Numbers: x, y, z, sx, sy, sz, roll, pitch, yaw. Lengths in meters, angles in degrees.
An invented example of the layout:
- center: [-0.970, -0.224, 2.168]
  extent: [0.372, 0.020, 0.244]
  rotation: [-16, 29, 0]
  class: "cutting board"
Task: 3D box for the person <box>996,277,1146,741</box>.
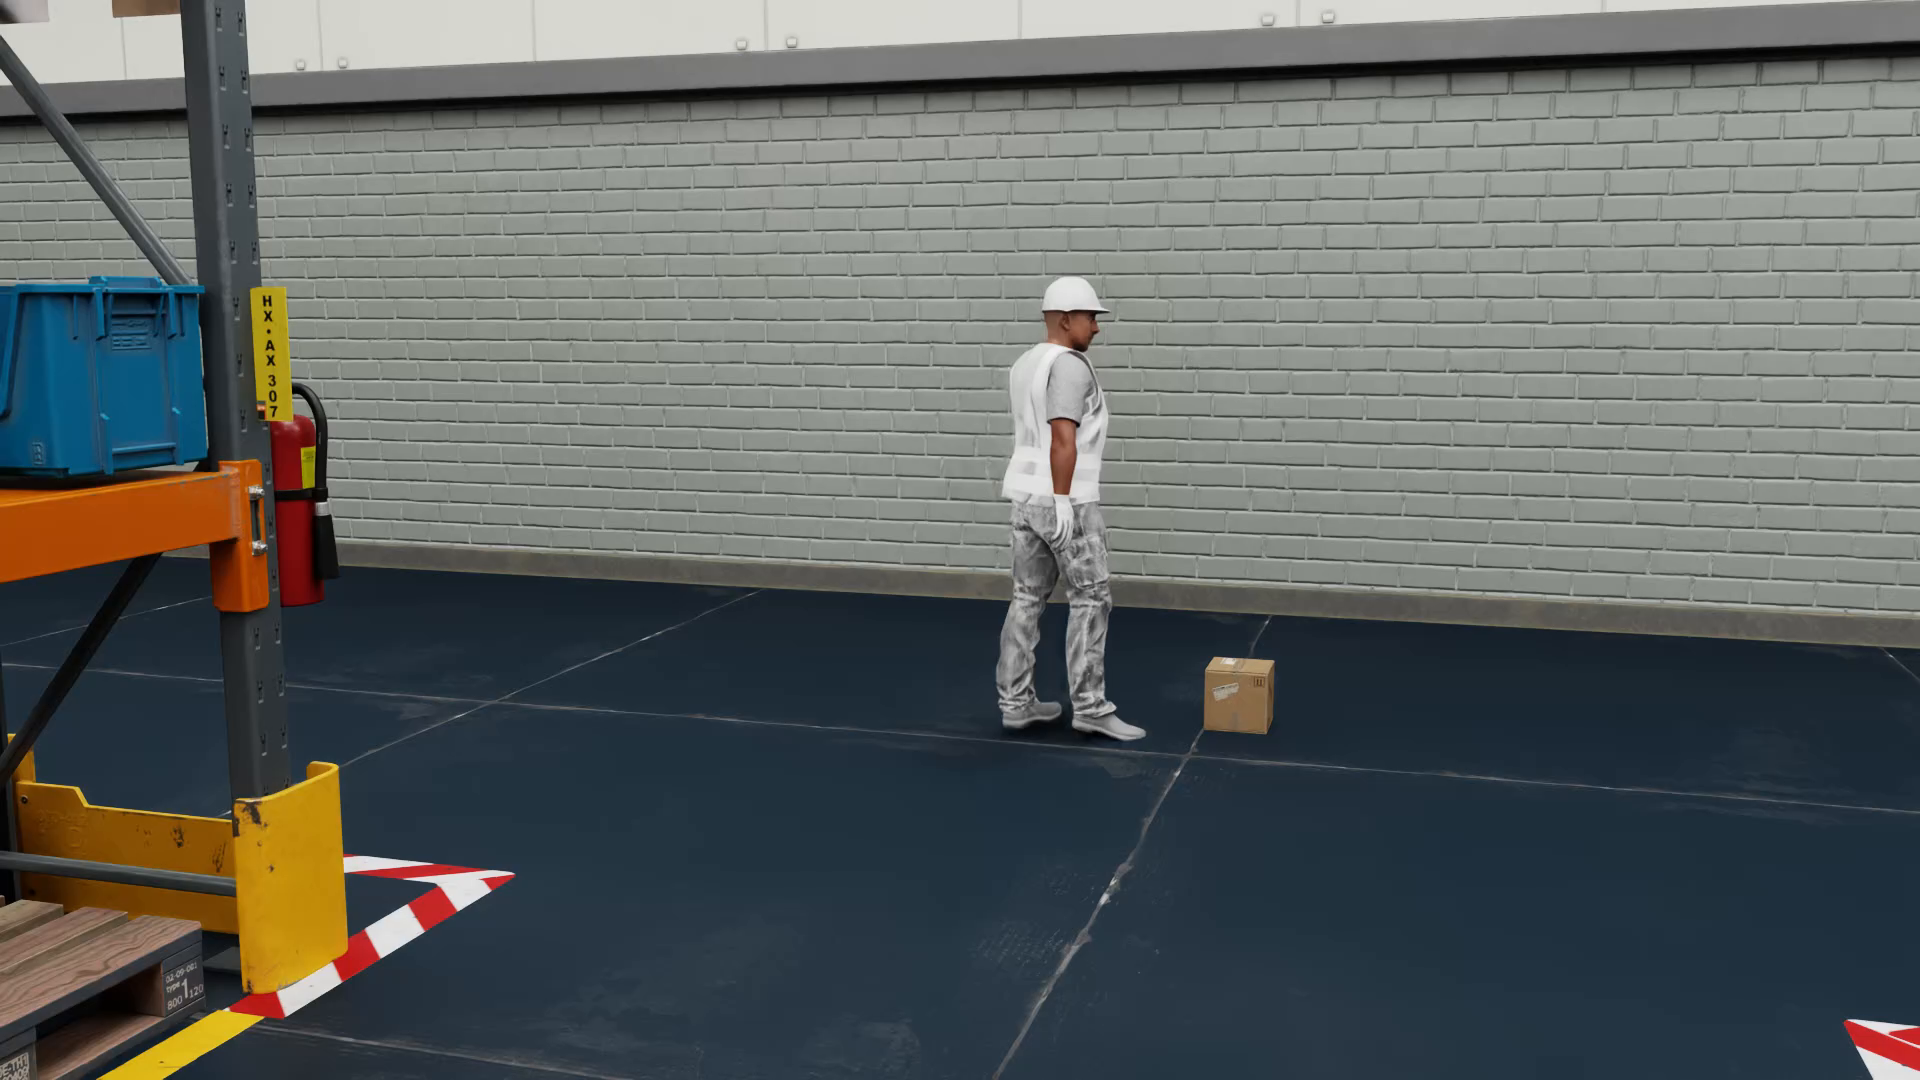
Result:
- center: [0.401, -0.119, 6.575]
  extent: [0.513, 1.817, 0.570]
  rotation: [-4, 9, -28]
  class: "person"
